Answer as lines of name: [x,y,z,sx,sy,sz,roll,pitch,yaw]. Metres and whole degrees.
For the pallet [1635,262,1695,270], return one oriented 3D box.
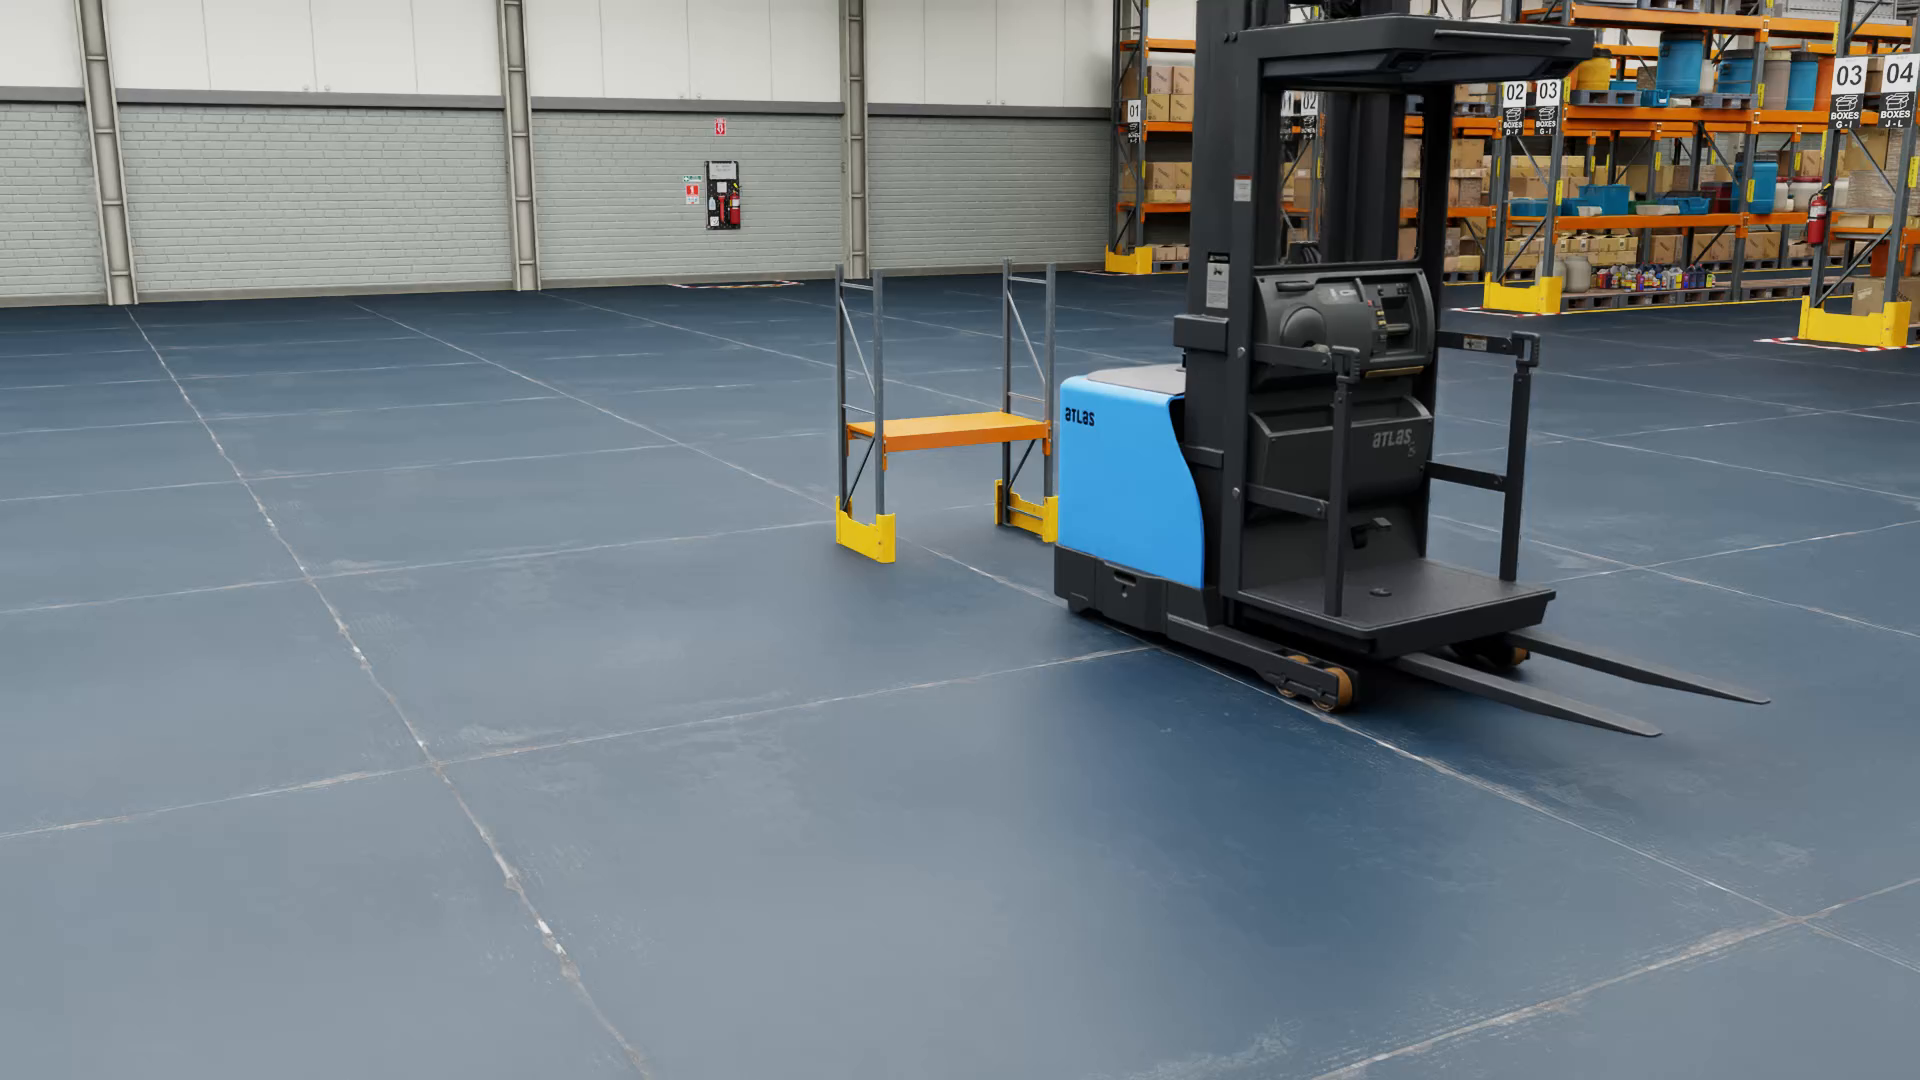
pallet: [13.248,-5.220,31.823,1.213,0.211,1.003,-7,14,-28]

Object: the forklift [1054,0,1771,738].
forklift: [1.660,-0.904,6.451,1.130,2.935,3.031,-8,15,-32]

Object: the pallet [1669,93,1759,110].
pallet: [10.847,-6.410,24.358,1.003,0.211,1.213,-7,14,-28]

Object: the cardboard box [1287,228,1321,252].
cardboard box: [5.880,-5.011,28.140,0.500,0.500,0.500,-7,14,-28]

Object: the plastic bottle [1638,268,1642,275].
plastic bottle: [10.249,-3.969,25.127,0.097,0.271,0.097,0,13,0]

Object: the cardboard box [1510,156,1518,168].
cardboard box: [11.628,-8.141,35.793,0.500,0.250,0.500,-7,14,-27]

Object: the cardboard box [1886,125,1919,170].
cardboard box: [10.909,-4.445,18.846,0.500,0.500,0.500,-7,14,-28]

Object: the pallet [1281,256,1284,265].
pallet: [6.114,-5.605,33.533,1.213,0.211,1.003,-7,14,-28]

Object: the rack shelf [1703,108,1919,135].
rack shelf: [13.189,-6.456,25.772,4.000,0.370,1.077,-7,14,-28]

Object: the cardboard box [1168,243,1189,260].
cardboard box: [4.326,-5.640,32.461,0.500,0.311,0.500,-6,14,-23]

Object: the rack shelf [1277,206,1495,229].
rack shelf: [7.308,-5.527,28.475,4.000,0.370,1.077,-7,14,-28]

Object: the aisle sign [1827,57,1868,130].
aisle sign: [10.097,-5.078,18.919,0.004,0.787,0.394,-7,14,-28]

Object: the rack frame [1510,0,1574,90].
rack frame: [7.922,-7.639,22.559,0.127,3.000,1.000,-7,14,-28]

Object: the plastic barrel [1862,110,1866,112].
plastic barrel: [13.940,-6.771,25.849,0.301,0.262,0.301,0,13,0]

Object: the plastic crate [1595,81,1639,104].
plastic crate: [9.452,-6.427,24.039,0.575,0.384,0.392,-7,14,-28]

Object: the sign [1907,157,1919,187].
sign: [10.556,-4.076,18.417,0.005,0.325,0.100,-7,14,-28]

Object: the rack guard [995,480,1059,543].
rack guard: [0.370,-0.166,9.279,0.087,0.250,0.587,-7,14,-28]

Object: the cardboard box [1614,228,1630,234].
cardboard box: [14.856,-6.981,38.033,0.500,0.500,0.700,-7,14,-28]

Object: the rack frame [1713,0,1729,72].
rack frame: [17.219,-11.232,38.522,0.127,3.000,1.000,-7,14,-28]

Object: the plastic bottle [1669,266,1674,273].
plastic bottle: [10.944,-4.068,25.565,0.097,0.271,0.097,0,13,0]

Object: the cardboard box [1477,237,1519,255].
cardboard box: [9.545,-5.221,29.505,0.500,0.311,0.500,-7,14,-28]

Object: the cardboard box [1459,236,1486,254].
cardboard box: [9.281,-5.323,29.960,0.500,0.311,0.500,-7,14,-28]

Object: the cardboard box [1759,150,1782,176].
cardboard box: [16.405,-7.570,33.408,0.500,0.500,0.500,-7,14,-28]

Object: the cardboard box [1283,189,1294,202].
cardboard box: [6.416,-6.871,33.104,0.500,0.250,0.500,-7,14,-28]

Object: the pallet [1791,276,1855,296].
pallet: [14.246,-4.120,26.934,1.213,0.211,1.003,-7,14,-28]

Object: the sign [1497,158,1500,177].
sign: [9.330,-6.443,28.752,0.005,0.325,0.100,-7,14,-28]

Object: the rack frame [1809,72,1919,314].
rack frame: [10.296,-3.758,18.976,0.127,3.000,1.000,-7,14,-28]

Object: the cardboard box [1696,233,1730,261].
cardboard box: [14.466,-5.661,32.123,0.500,0.500,0.500,-7,15,-30]

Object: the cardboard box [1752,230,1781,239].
cardboard box: [16.449,-6.040,33.806,0.500,0.500,0.500,-7,14,-28]

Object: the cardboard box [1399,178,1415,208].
cardboard box: [7.326,-5.926,28.383,0.500,0.500,0.700,-6,14,-26]

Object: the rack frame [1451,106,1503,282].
rack frame: [9.063,-6.088,29.331,0.127,3.000,1.000,-7,14,-28]

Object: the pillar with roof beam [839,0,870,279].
pillar with roof beam: [0.172,-8.328,25.619,0.400,9.000,9.100,-7,14,-28]

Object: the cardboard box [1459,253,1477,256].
cardboard box: [9.288,-5.051,30.028,0.500,0.250,0.500,-7,14,-28]

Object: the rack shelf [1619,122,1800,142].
rack shelf: [14.330,-7.832,31.885,4.000,0.370,1.077,-7,14,-28]

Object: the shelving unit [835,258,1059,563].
shelving unit: [-0.067,-0.724,8.909,1.083,1.500,0.587,-7,14,-28]

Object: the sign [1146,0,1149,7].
sign: [3.435,-9.938,30.466,0.005,0.325,0.100,-7,14,-28]

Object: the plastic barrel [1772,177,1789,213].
plastic barrel: [12.378,-5.258,25.332,0.433,0.535,0.433,0,13,0]

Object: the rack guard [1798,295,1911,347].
rack guard: [10.362,-2.547,19.286,0.348,0.500,1.175,-7,14,-28]

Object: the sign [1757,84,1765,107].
sign: [11.687,-6.494,24.281,0.005,0.325,0.100,-7,14,-28]

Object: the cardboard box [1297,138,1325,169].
cardboard box: [6.015,-6.401,27.539,0.500,0.500,0.700,-7,14,-28]

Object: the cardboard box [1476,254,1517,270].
cardboard box: [9.536,-4.946,29.563,0.500,0.250,0.500,-7,15,-29]

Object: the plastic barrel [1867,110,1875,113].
plastic barrel: [14.525,-7.099,26.733,0.421,0.512,0.421,0,13,0]

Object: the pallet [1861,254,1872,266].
pallet: [18.830,-5.898,34.837,1.213,0.211,1.003,-7,14,-28]

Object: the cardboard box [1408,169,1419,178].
cardboard box: [7.580,-6.222,28.219,0.250,0.149,0.380,-6,14,-26]

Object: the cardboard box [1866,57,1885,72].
cardboard box: [10.390,-5.432,19.017,0.250,0.149,0.380,-7,14,-28]

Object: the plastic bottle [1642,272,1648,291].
plastic bottle: [9.964,-3.763,24.210,0.097,0.271,0.097,0,13,0]

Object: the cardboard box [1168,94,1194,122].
cardboard box: [4.077,-8.180,31.521,0.500,0.500,0.500,-6,14,-24]

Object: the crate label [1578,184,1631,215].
crate label: [9.408,-4.976,24.306,0.616,0.435,0.502,-7,14,-28]

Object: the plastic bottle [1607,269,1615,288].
plastic bottle: [9.680,-3.912,24.861,0.135,0.276,0.152,-7,15,-29]

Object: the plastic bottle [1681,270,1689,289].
plastic bottle: [10.715,-3.854,24.588,0.133,0.283,0.061,-6,14,-24]

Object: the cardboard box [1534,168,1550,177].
cardboard box: [12.536,-7.884,36.359,0.500,0.500,0.500,-7,14,-28]

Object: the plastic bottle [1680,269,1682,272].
plastic bottle: [10.745,-3.902,24.816,0.135,0.276,0.152,-7,14,-28]
